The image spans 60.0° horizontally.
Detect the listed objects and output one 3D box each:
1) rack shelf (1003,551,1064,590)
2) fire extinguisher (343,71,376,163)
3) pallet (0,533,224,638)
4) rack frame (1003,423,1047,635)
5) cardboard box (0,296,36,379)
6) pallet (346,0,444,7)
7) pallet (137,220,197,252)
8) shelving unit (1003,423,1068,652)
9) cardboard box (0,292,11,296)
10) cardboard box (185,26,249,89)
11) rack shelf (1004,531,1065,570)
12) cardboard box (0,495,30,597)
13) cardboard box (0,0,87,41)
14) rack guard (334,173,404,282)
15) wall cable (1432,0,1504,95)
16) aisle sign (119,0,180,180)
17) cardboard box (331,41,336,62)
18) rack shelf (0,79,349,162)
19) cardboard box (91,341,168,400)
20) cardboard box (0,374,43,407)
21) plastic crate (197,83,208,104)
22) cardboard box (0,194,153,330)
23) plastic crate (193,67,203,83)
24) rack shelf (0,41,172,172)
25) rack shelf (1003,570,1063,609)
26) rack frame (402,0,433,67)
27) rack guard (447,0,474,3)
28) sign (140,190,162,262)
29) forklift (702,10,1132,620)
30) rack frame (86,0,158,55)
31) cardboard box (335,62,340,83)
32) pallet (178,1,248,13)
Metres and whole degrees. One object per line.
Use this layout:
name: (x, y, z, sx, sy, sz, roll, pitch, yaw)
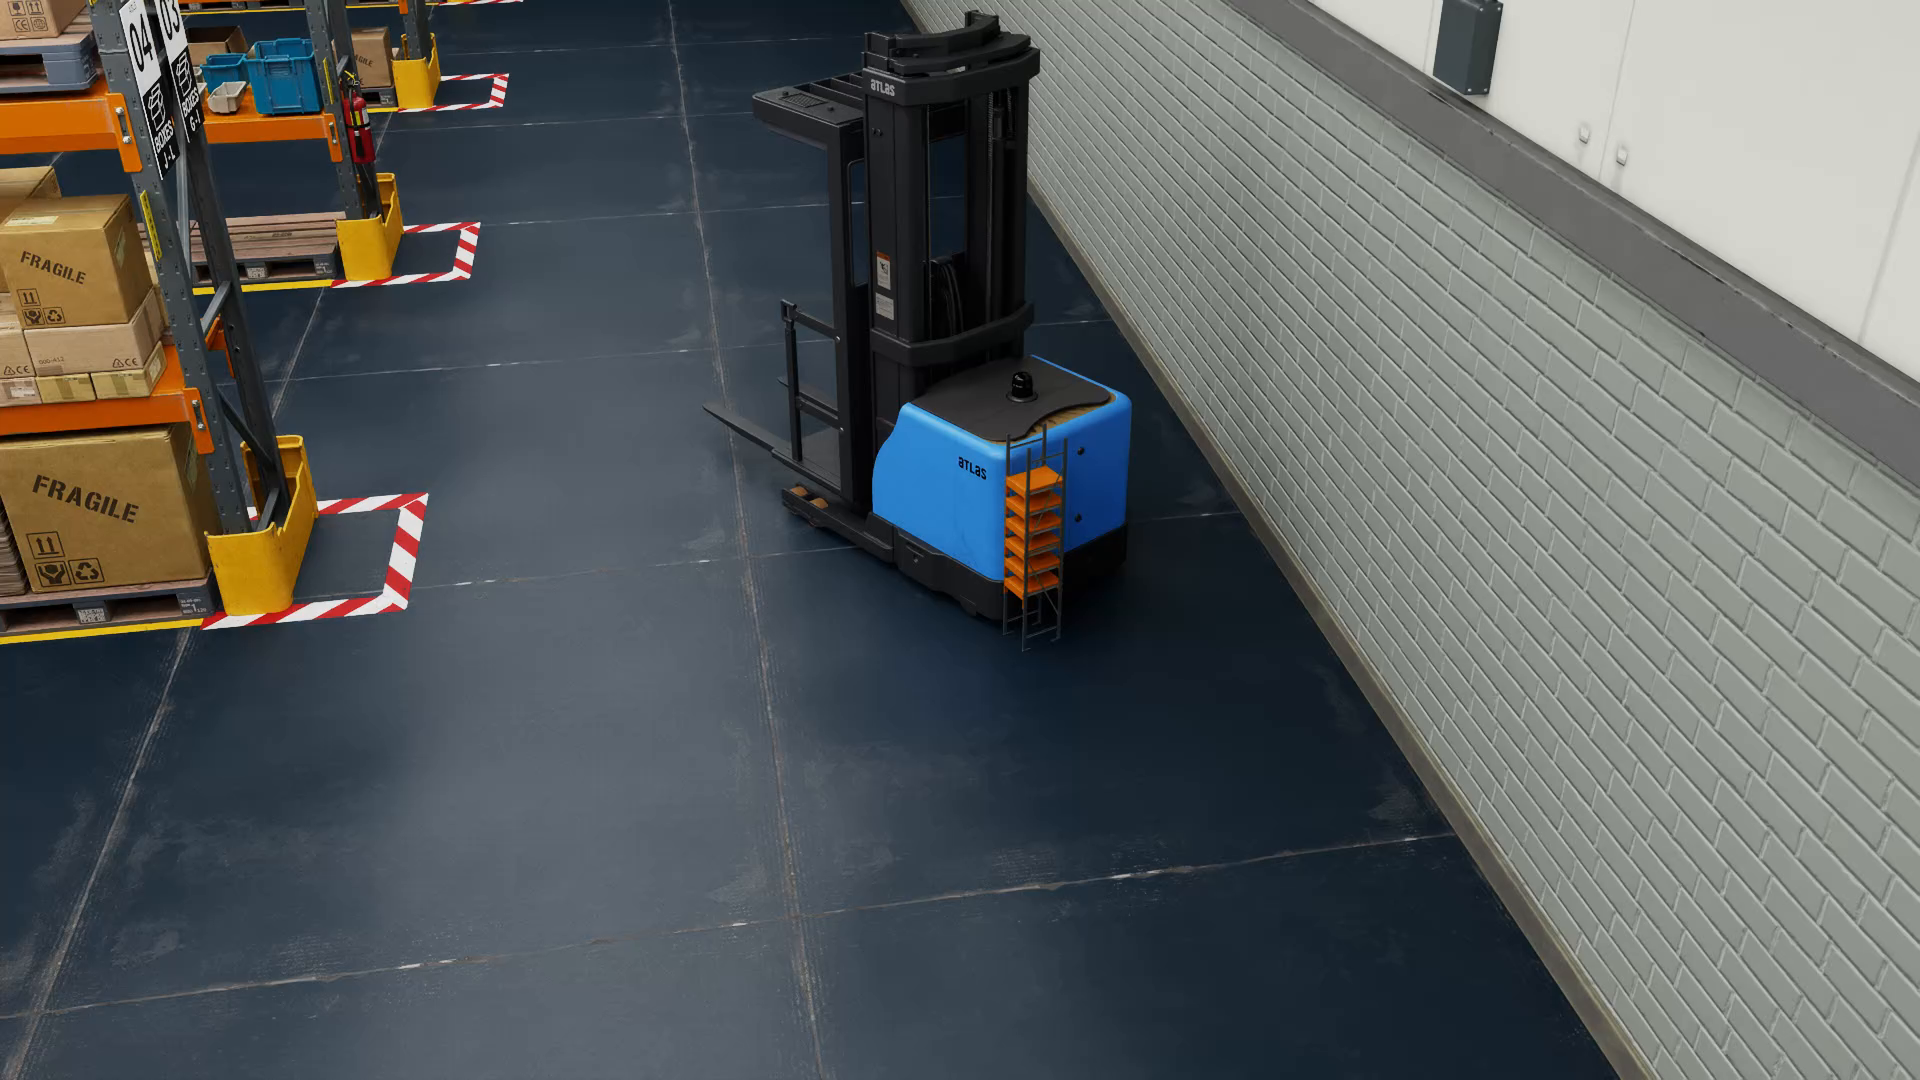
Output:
rack shelf: (0.383, 0.141, 8.651, 0.258, 0.103, 0.180, -17, 35, -27)
fire extinguisher: (-4.624, -3.240, 12.744, 0.183, 0.674, 0.296, -5, 31, -9)
pallet: (-4.735, 0.137, 9.309, 1.213, 0.211, 1.003, -5, 31, -9)
rack frame: (0.335, -0.040, 8.635, 0.240, 1.200, 0.006, -17, 35, -27)
cardboard box: (-4.890, -1.018, 8.377, 0.500, 0.250, 0.500, -6, 31, -10)
pallet: (-7.411, -7.272, 21.909, 1.213, 0.211, 1.003, -5, 31, -9)
pallet: (-6.870, -2.279, 13.417, 1.213, 0.211, 1.003, -5, 31, -9)
shelving unit: (0.383, -0.001, 8.568, 0.258, 1.200, 0.189, -17, 35, -27)
cardboard box: (-4.993, -1.281, 8.823, 0.500, 0.250, 0.500, -6, 31, -10)
cardboard box: (-7.831, -5.039, 17.389, 0.637, 0.503, 0.797, -5, 31, -9)
rack shelf: (0.383, 0.037, 8.590, 0.258, 0.103, 0.180, -17, 35, -27)
cardboard box: (-5.473, -0.261, 8.916, 0.875, 0.875, 0.875, -5, 31, -9)
cardboard box: (-4.464, -2.663, 7.749, 0.500, 0.500, 0.700, -7, 31, -12)
rack guard: (-4.833, -2.578, 13.640, 0.348, 0.500, 1.175, -5, 31, -9)
wall cable: (2.220, -3.948, 4.412, 0.120, 5.999, 2.277, -5, 31, -9)
aisle sign: (-3.838, -2.155, 7.890, 0.004, 0.787, 0.394, -5, 31, -9)
cardboard box: (-6.821, -5.167, 17.857, 0.500, 0.250, 0.500, -5, 31, -9)
rack shelf: (-6.822, -3.154, 12.864, 4.000, 0.370, 1.077, -5, 31, -9)
cardboard box: (-4.253, -0.872, 8.522, 0.250, 0.149, 0.380, -5, 31, -8)
cardboard box: (-4.757, -0.825, 8.442, 0.250, 0.149, 0.380, -5, 31, -9)
plastic crate: (-5.912, -3.375, 12.731, 0.243, 0.136, 0.396, -5, 31, -9)
cardboard box: (-4.394, -1.388, 8.266, 0.500, 0.500, 0.500, -5, 31, -8)
plastic crate: (-6.154, -3.650, 13.200, 0.298, 0.136, 0.250, -5, 31, -9)
rack shelf: (-5.930, -1.977, 7.904, 4.000, 0.370, 1.077, -5, 31, -9)
rack shelf: (0.383, 0.244, 8.712, 0.258, 0.103, 0.180, -17, 35, -27)
rack frame: (-5.743, -6.116, 17.193, 0.127, 3.000, 1.000, -5, 31, -9)
rack guard: (-6.615, -7.511, 22.030, 0.348, 0.500, 1.175, -5, 31, -9)
sign: (-3.878, -1.506, 7.977, 0.005, 0.325, 0.100, -5, 31, -9)
forklift: (-0.418, -1.497, 9.405, 1.130, 2.935, 3.031, -25, 38, -35)
rack frame: (-3.962, -3.763, 7.272, 0.127, 3.000, 1.000, -5, 31, -9)
cardboard box: (-6.648, -4.920, 17.520, 0.250, 0.166, 0.380, -5, 31, -9)
pallet: (-9.811, -7.049, 21.530, 1.213, 0.211, 1.003, -5, 31, -9)
